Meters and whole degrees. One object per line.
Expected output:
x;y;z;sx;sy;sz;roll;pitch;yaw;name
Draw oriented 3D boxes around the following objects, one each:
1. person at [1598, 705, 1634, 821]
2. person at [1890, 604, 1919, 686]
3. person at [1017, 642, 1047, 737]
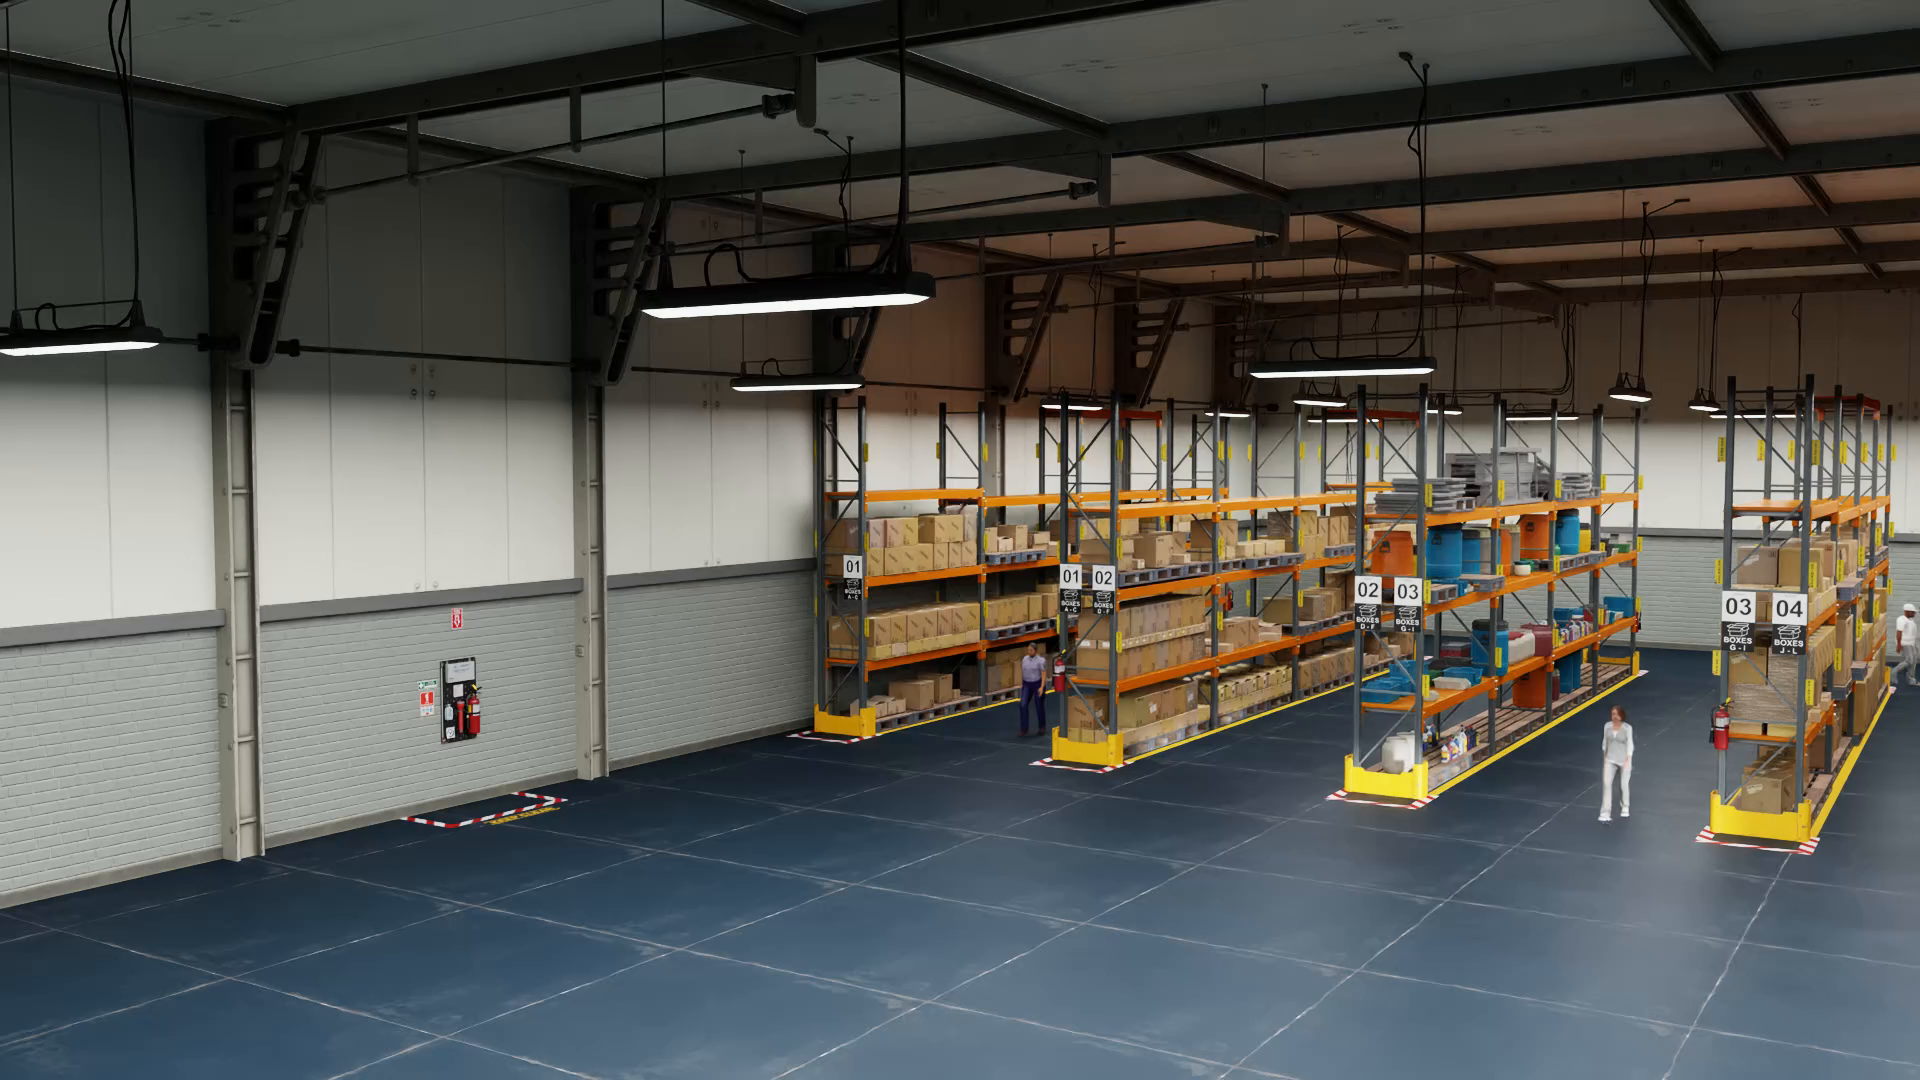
8.904;3.022;22.548;0.434;1.547;0.946;2;4;32;person
20.277;2.239;35.611;0.661;1.760;0.619;-3;4;-40;person
1.297;2.641;29.467;0.527;1.665;0.676;2;3;29;person
